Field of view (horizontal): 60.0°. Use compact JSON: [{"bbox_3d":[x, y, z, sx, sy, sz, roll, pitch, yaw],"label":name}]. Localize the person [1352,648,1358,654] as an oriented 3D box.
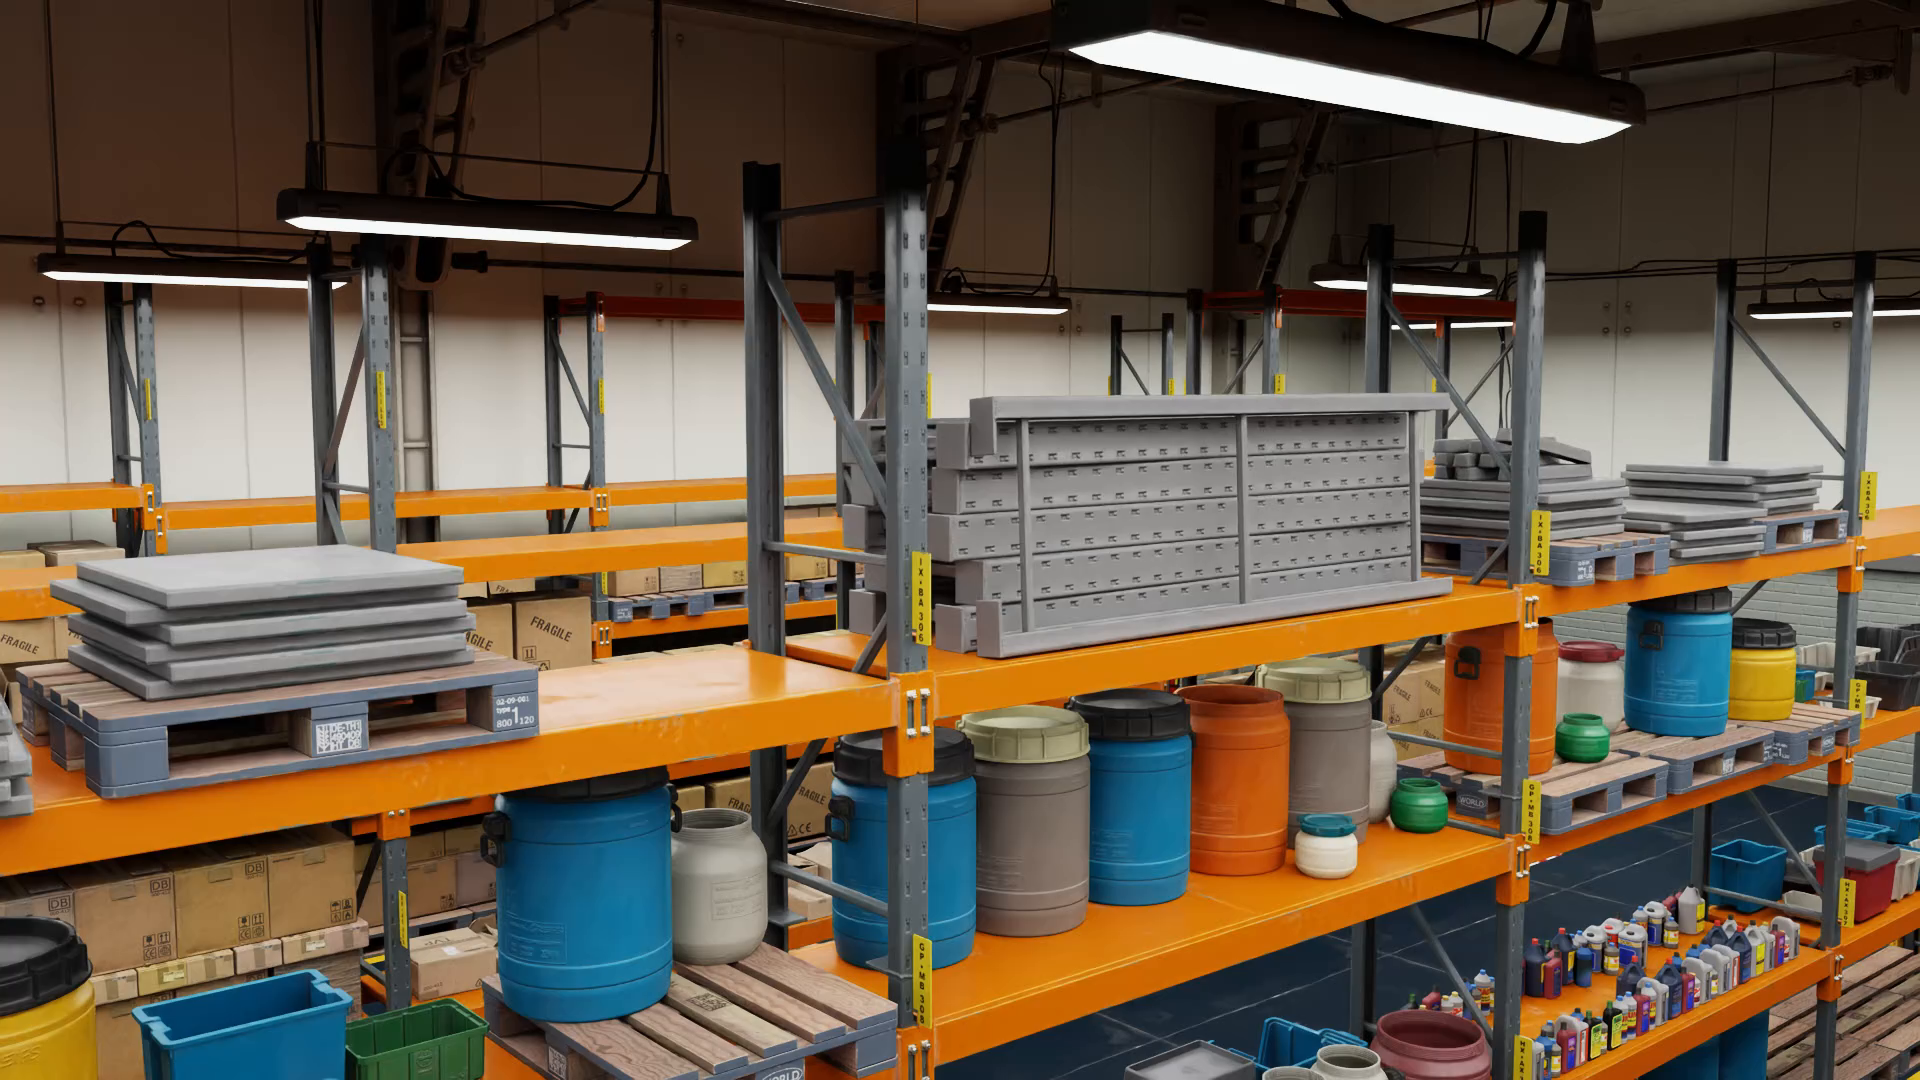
[{"bbox_3d":[5.271,2.169,22.221,1.093,1.714,0.619,-5,8,-43],"label":"person"}]
